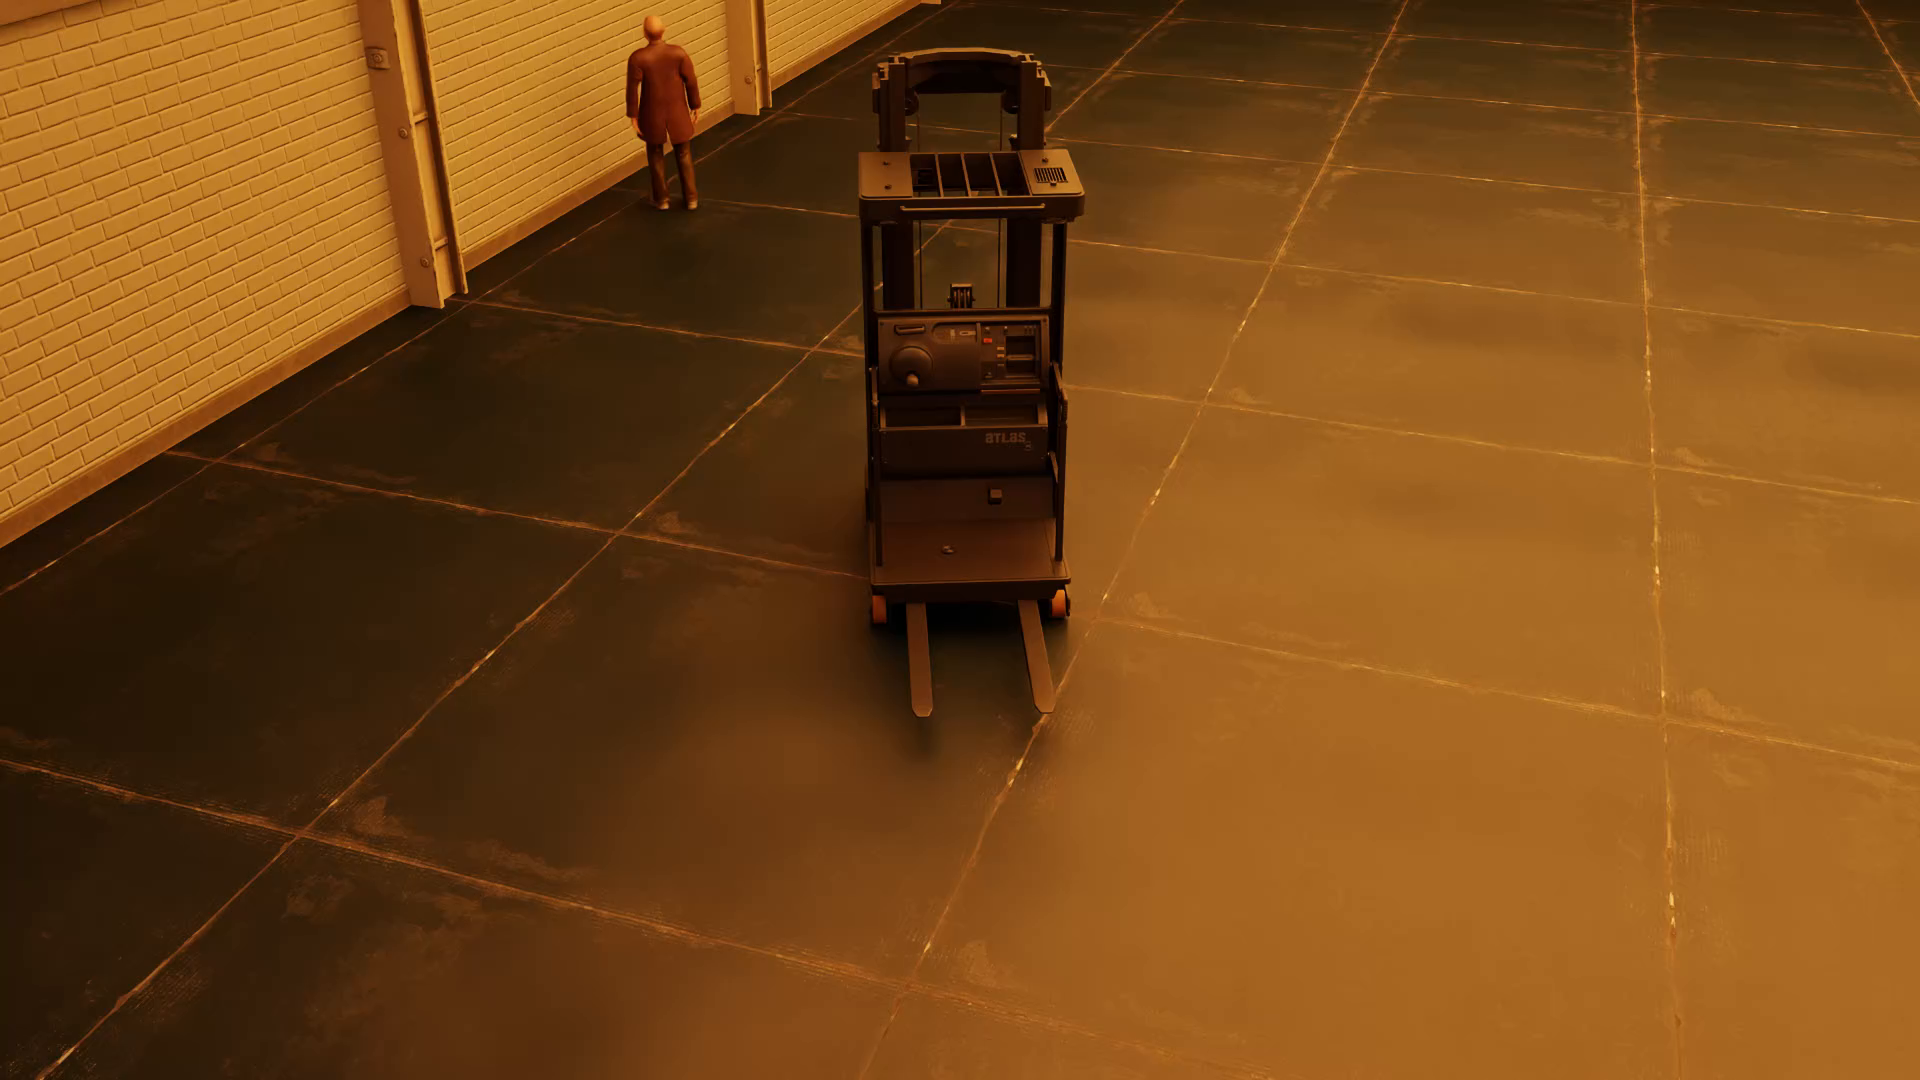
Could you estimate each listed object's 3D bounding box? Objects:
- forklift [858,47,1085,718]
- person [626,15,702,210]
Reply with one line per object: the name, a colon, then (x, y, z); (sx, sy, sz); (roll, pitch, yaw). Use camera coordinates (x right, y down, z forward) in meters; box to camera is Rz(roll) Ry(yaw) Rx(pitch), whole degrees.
forklift: (0.035, -0.972, 8.842); (1.130, 2.935, 3.031); (-2, 30, -3)
person: (-2.692, -3.880, 15.122); (0.683, 1.793, 0.494); (-7, 30, -12)
